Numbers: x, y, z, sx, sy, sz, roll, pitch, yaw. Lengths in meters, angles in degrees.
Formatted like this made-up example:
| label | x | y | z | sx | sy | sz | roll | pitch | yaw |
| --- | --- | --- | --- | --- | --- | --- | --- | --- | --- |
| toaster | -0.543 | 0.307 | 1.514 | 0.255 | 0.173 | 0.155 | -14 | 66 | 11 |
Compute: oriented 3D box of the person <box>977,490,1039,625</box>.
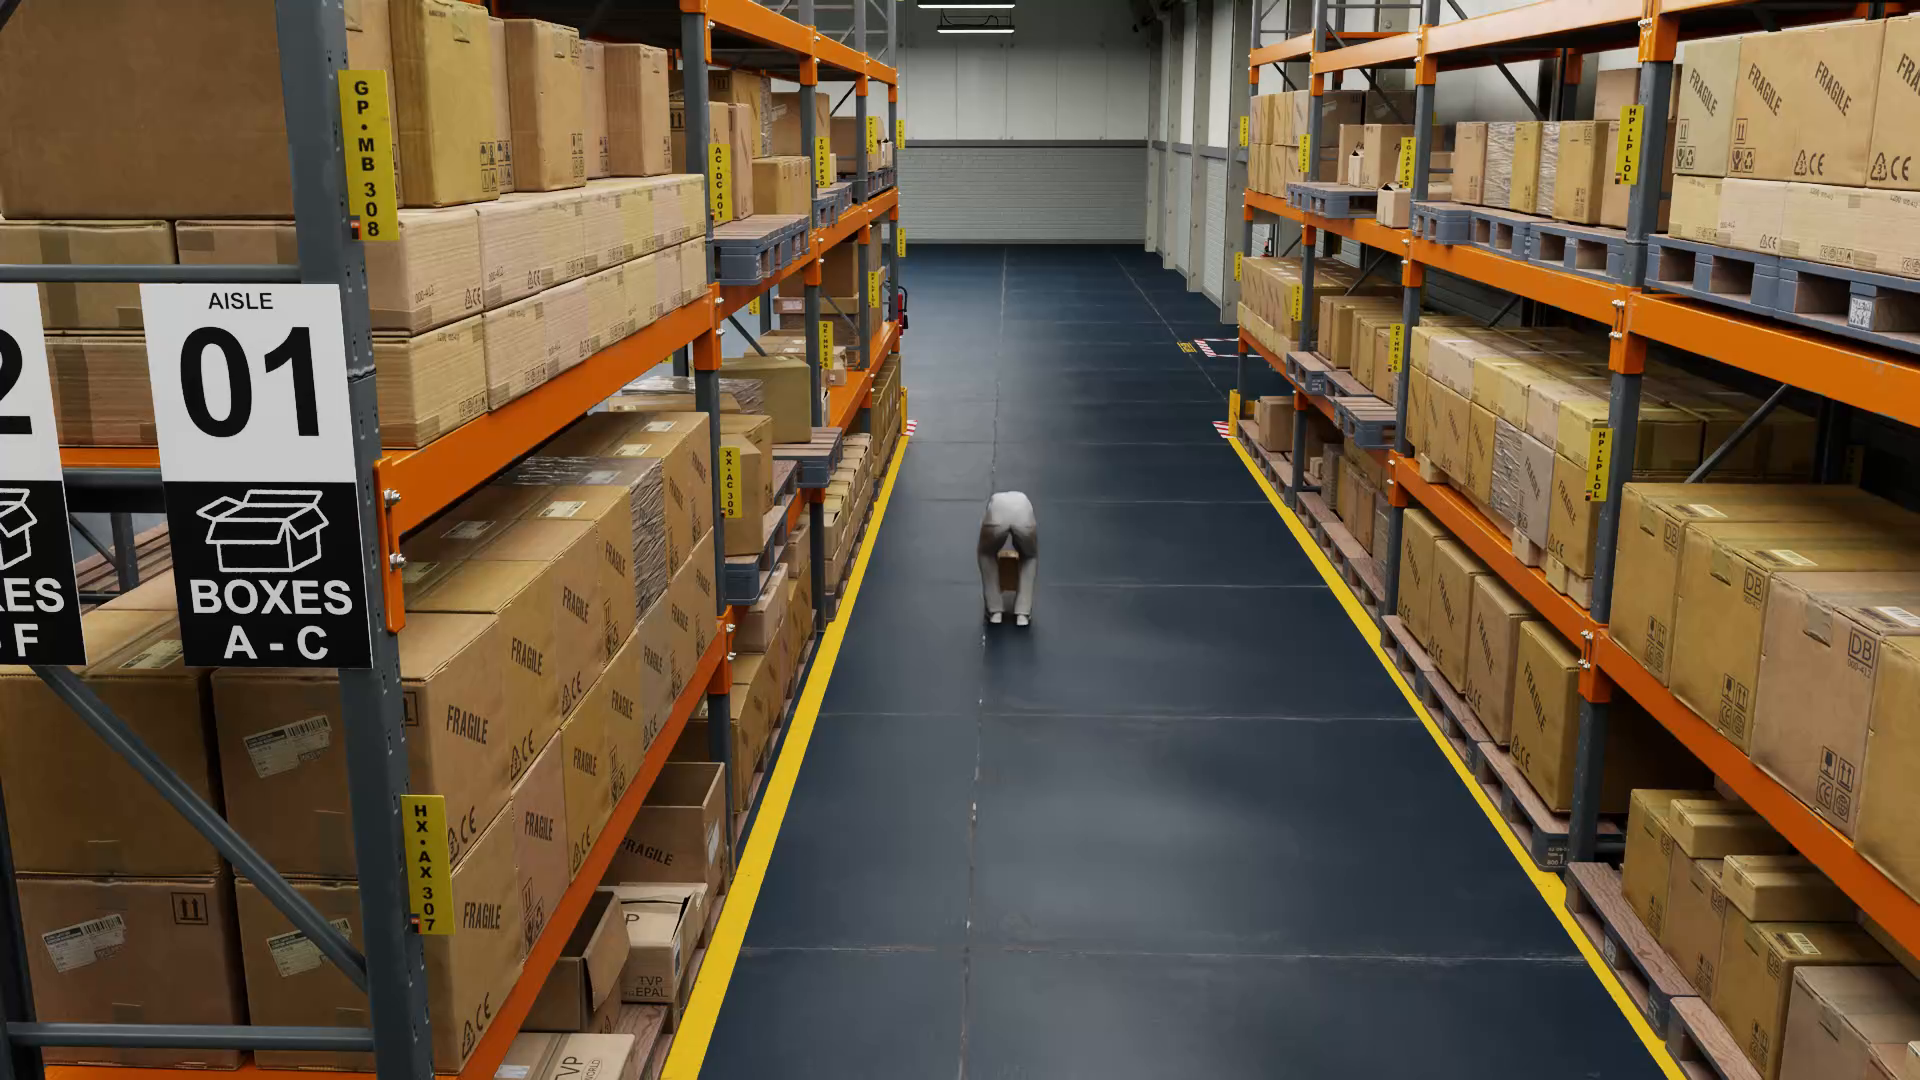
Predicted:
| label | x | y | z | sx | sy | sz | roll | pitch | yaw |
| --- | --- | --- | --- | --- | --- | --- | --- | --- | --- |
| person | 0.348 | 0.082 | 12.148 | 0.445 | 0.961 | 0.858 | 0 | 14 | -1 |
